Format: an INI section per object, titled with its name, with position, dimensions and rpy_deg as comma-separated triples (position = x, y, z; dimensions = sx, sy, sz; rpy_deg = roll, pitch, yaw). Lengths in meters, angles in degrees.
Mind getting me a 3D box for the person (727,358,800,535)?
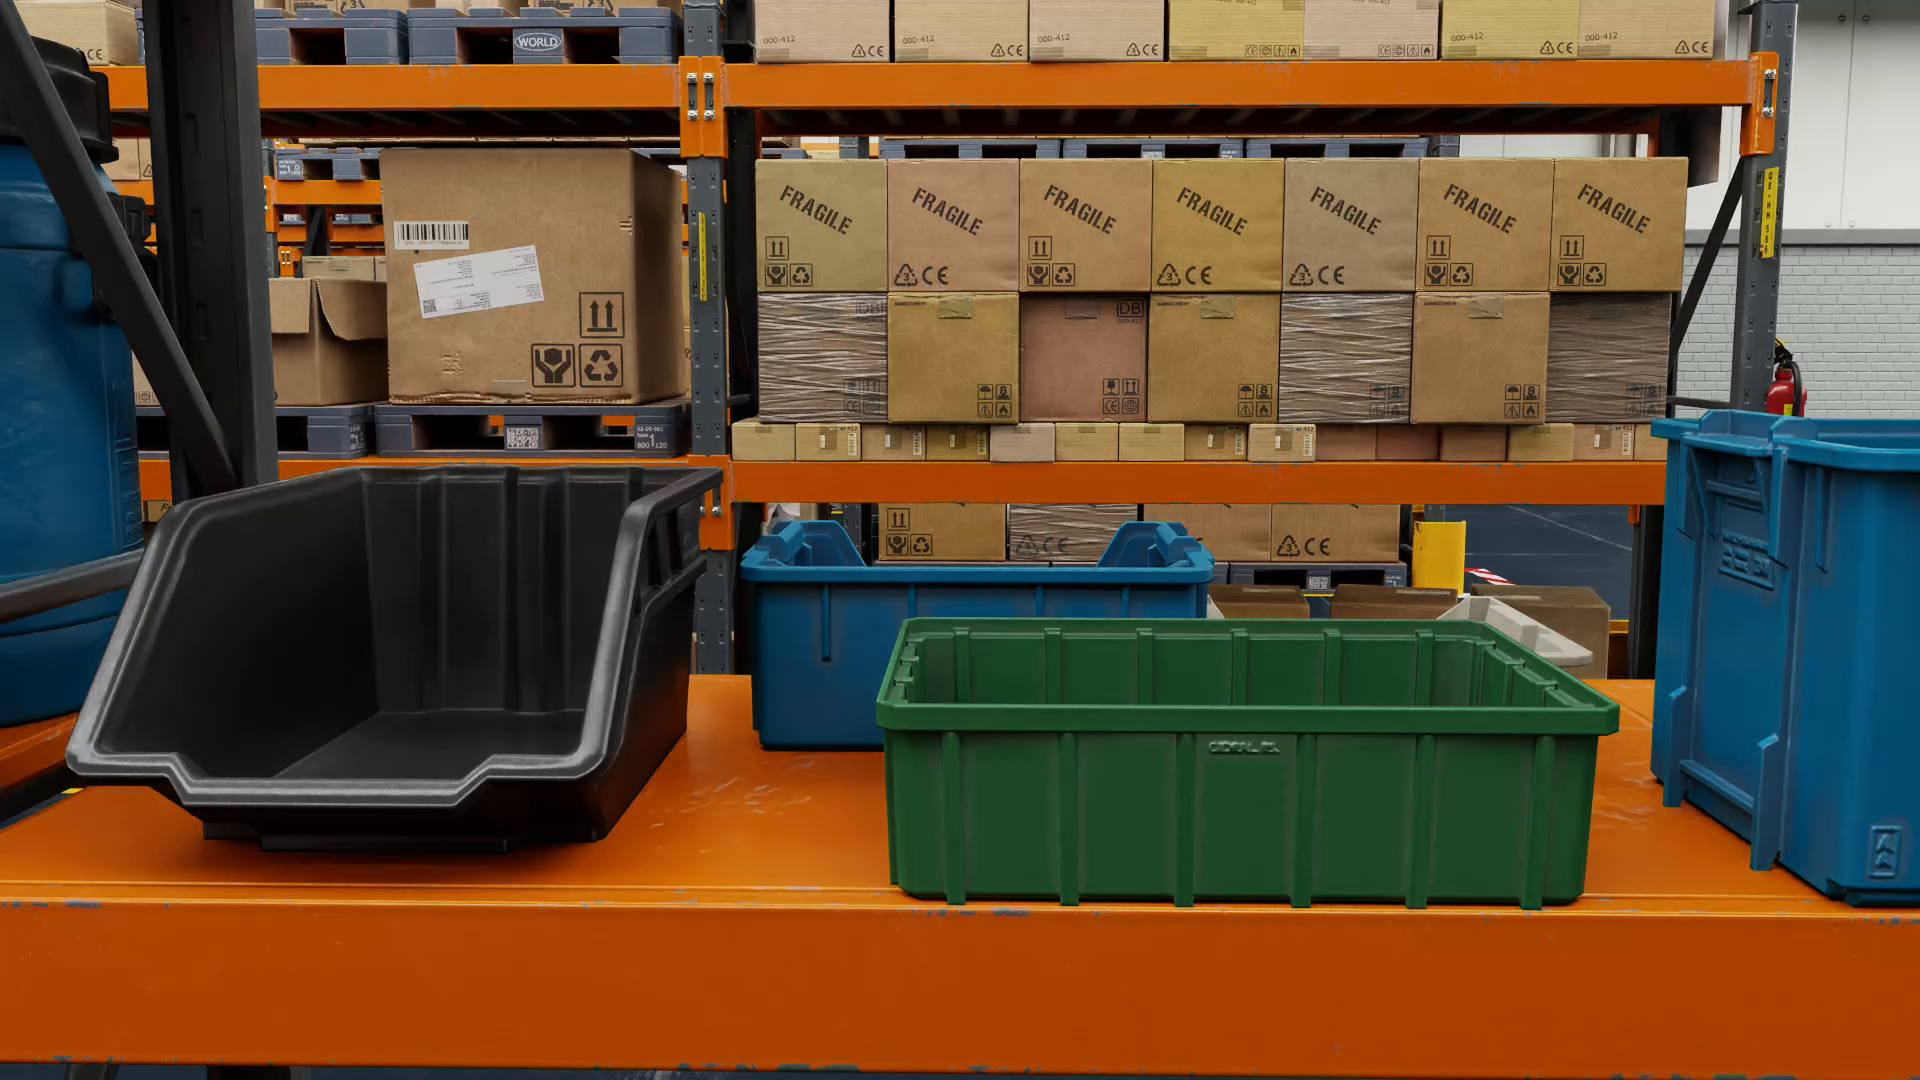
[person]
position = -1.010, -0.095, 8.500
dimensions = 0.371, 1.664, 0.514
rpy_deg = -2, 7, -12
